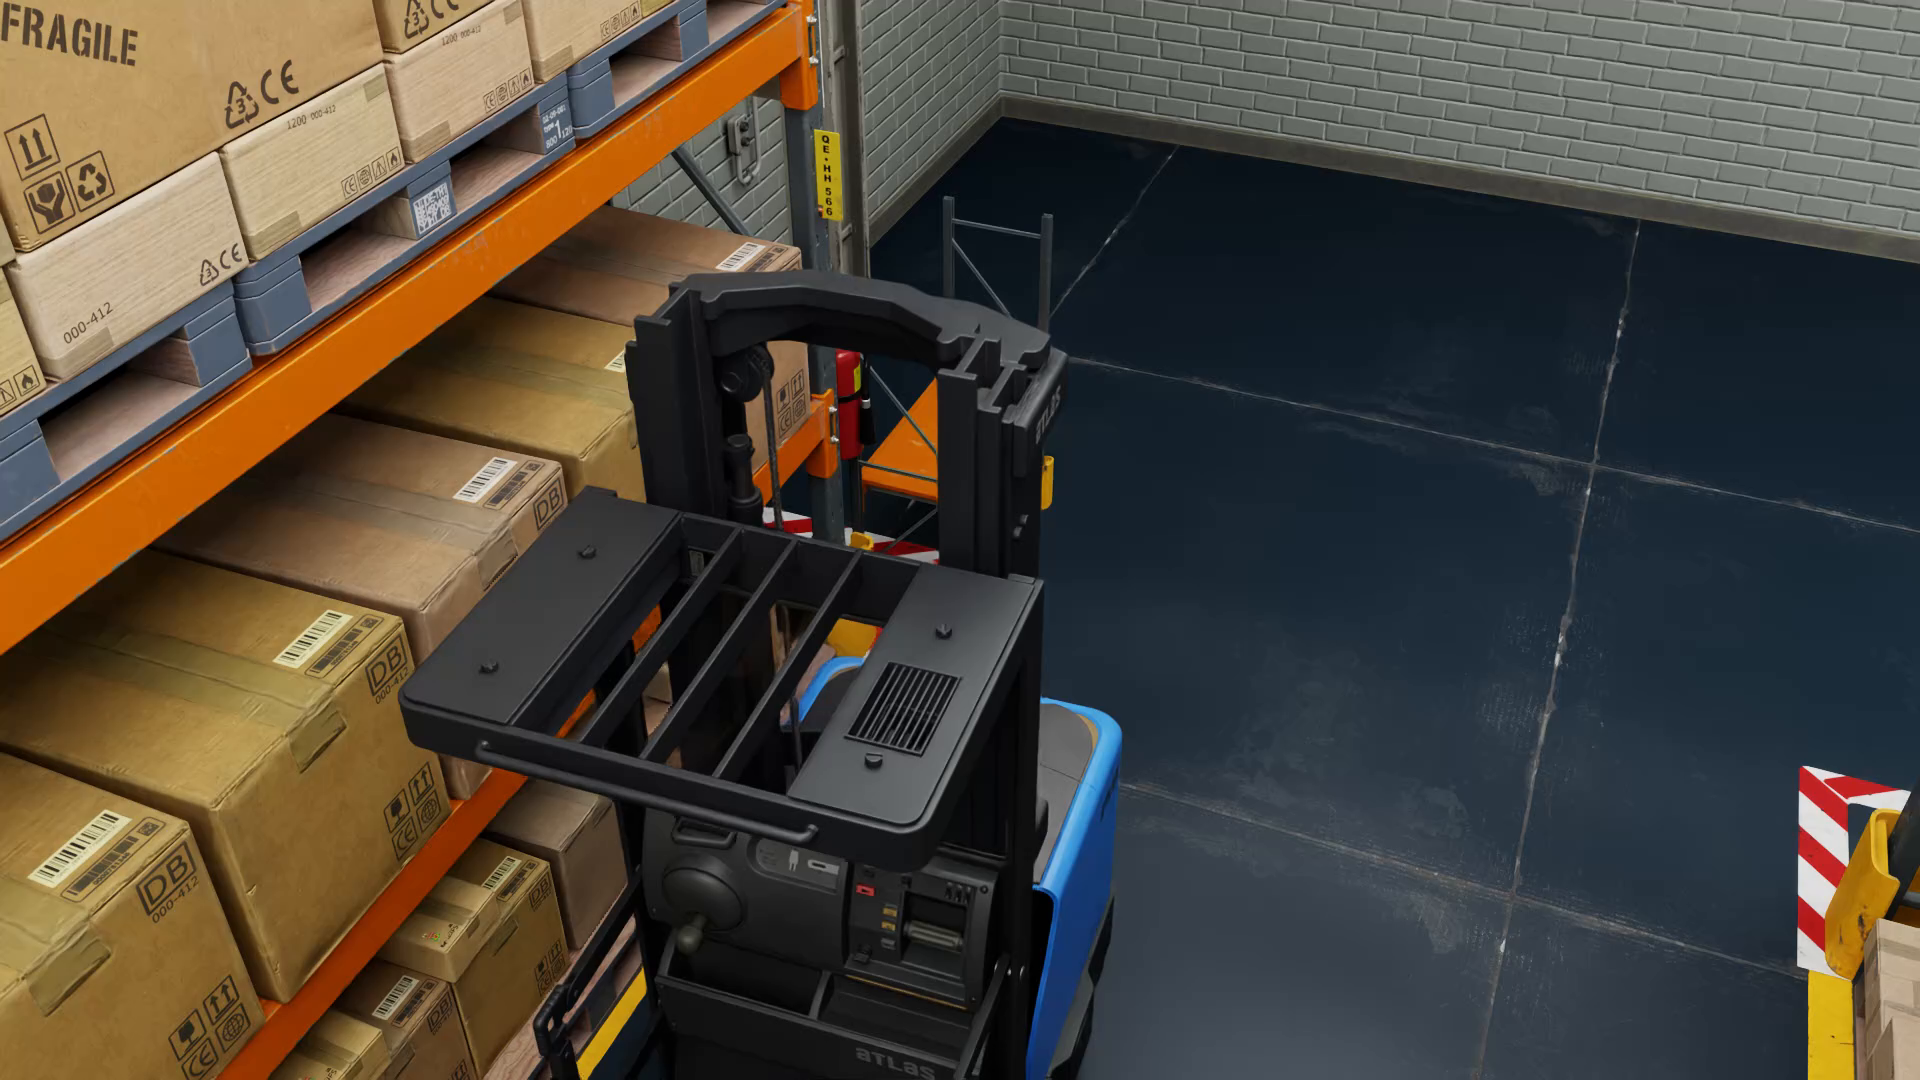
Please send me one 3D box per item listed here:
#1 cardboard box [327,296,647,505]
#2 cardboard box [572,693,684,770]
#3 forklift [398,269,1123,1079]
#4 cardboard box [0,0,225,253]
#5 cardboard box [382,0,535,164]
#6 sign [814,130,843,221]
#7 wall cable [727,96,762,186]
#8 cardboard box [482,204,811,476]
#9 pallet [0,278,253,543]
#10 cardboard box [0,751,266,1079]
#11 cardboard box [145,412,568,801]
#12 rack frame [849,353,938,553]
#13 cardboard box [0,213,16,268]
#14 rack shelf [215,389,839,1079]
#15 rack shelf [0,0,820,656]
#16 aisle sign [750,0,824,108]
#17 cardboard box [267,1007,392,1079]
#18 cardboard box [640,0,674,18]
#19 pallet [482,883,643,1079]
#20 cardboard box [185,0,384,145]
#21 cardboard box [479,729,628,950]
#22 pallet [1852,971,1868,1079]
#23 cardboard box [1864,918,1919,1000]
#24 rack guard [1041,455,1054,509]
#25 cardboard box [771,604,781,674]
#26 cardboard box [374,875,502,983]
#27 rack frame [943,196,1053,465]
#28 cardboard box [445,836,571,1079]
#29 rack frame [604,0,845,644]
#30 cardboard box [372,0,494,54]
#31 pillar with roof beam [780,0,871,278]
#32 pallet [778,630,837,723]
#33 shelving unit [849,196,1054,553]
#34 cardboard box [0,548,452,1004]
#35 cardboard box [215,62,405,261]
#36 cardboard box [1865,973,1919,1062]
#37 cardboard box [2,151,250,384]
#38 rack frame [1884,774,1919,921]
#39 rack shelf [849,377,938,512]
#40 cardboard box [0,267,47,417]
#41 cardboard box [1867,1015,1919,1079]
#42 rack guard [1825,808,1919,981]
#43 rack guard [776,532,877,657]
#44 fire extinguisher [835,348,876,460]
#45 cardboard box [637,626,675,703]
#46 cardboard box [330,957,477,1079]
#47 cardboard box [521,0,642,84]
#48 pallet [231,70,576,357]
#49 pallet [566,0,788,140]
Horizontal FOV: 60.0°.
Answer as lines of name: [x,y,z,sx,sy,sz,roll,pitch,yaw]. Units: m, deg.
cardboard box: [-1.406,-0.266,5.349,0.980,0.700,0.700,14,39,17]
cardboard box: [-1.319,0.685,6.065,0.700,0.500,0.500,14,39,18]
forklift: [-0.433,0.974,3.999,1.130,2.935,3.031,12,38,15]
cardboard box: [-1.756,-0.888,2.991,0.500,0.500,0.500,13,39,17]
cardboard box: [-1.378,-1.142,3.957,0.500,0.250,0.500,13,39,16]
sign: [-0.458,-1.263,5.769,0.100,0.325,0.005,14,39,18]
wall cable: [-1.342,-2.167,7.295,0.084,1.984,1.851,14,39,18]
cardboard box: [-1.140,-0.671,5.892,0.980,0.700,0.700,16,40,20]
pallet: [-2.156,-0.237,3.131,1.003,0.211,1.213,14,39,18]
cardboard box: [-2.255,0.962,3.706,0.980,0.700,0.700,14,39,18]
cardboard box: [-1.705,0.154,4.787,0.980,0.700,0.700,12,38,16]
rack frame: [-0.226,-0.272,6.861,0.500,1.500,0.032,14,39,18]
cardboard box: [-1.946,-0.602,2.609,0.500,0.500,0.500,13,39,17]
rack shelf: [-1.716,0.560,5.096,1.077,0.370,4.000,14,39,18]
rack shelf: [-1.716,-0.641,4.198,1.077,0.370,4.000,14,39,18]
aisle sign: [-0.650,-1.848,5.546,0.394,0.787,0.004,14,39,18]
cardboard box: [-1.798,1.414,4.549,0.380,0.149,0.250,15,39,19]
cardboard box: [-0.988,-1.719,4.730,0.500,0.250,0.500,15,39,19]
pallet: [-1.652,1.415,5.681,1.003,0.211,1.213,14,39,18]
cardboard box: [-1.573,-1.162,3.359,0.500,0.500,0.500,14,39,18]
cardboard box: [-1.510,0.964,5.693,0.700,0.500,0.500,13,39,16]
pallet: [3.296,1.892,5.043,1.003,0.211,1.213,14,39,18]
cardboard box: [3.151,1.410,5.372,0.380,0.149,0.250,14,39,18]
rack guard: [0.160,-0.334,7.988,0.587,0.250,0.087,14,39,18]
cardboard box: [-1.129,0.408,6.436,0.700,0.500,0.500,14,39,18]
cardboard box: [-1.600,1.125,4.935,0.380,0.149,0.250,13,39,16]
rack frame: [0.161,-0.835,7.614,0.500,1.500,0.032,14,39,18]
cardboard box: [-1.706,1.260,5.295,0.700,0.500,0.500,15,39,19]
rack frame: [-0.955,-0.835,6.362,1.000,3.000,0.127,14,39,18]
cardboard box: [-1.372,-1.453,3.747,0.500,0.500,0.500,12,38,16]
pillar with roof beam: [3.254,-3.950,5.518,9.100,9.000,0.400,14,39,18]
pallet: [-1.187,0.742,6.581,1.003,0.211,1.213,14,39,18]
shelving unit: [-0.029,-0.559,7.245,0.587,1.500,1.083,14,39,18]
cardboard box: [-1.972,0.559,4.245,0.980,0.700,0.700,13,39,17]
cardboard box: [-1.575,-0.858,3.577,0.500,0.250,0.500,13,39,17]
cardboard box: [3.055,1.541,5.181,0.380,0.166,0.250,14,39,18]
cardboard box: [-1.763,-0.572,3.195,0.500,0.250,0.500,13,39,17]
rack frame: [3.628,0.291,4.855,1.000,3.000,0.127,14,39,18]
rack shelf: [-0.032,-0.409,7.345,0.538,0.185,1.000,14,39,18]
cardboard box: [-1.970,-0.293,2.822,0.500,0.250,0.500,14,39,18]
cardboard box: [2.968,1.729,4.860,0.500,0.250,0.500,14,39,18]
rack guard: [3.599,1.334,5.547,1.175,0.500,0.348,14,39,18]
rack guard: [-0.946,0.152,7.128,1.175,0.500,0.348,14,39,18]
fire extinguisher: [-0.471,-0.634,6.468,0.296,0.674,0.183,14,39,18]
cardboard box: [-1.106,0.402,5.902,0.380,0.149,0.250,15,39,19]
cardboard box: [-1.903,1.544,4.916,0.700,0.500,0.500,13,39,17]
cardboard box: [-1.185,-1.431,4.344,0.500,0.250,0.500,12,39,16]
pallet: [-1.690,-0.910,4.031,1.003,0.211,1.213,14,39,18]
pallet: [-1.227,-1.588,4.938,1.003,0.211,1.213,14,39,18]
